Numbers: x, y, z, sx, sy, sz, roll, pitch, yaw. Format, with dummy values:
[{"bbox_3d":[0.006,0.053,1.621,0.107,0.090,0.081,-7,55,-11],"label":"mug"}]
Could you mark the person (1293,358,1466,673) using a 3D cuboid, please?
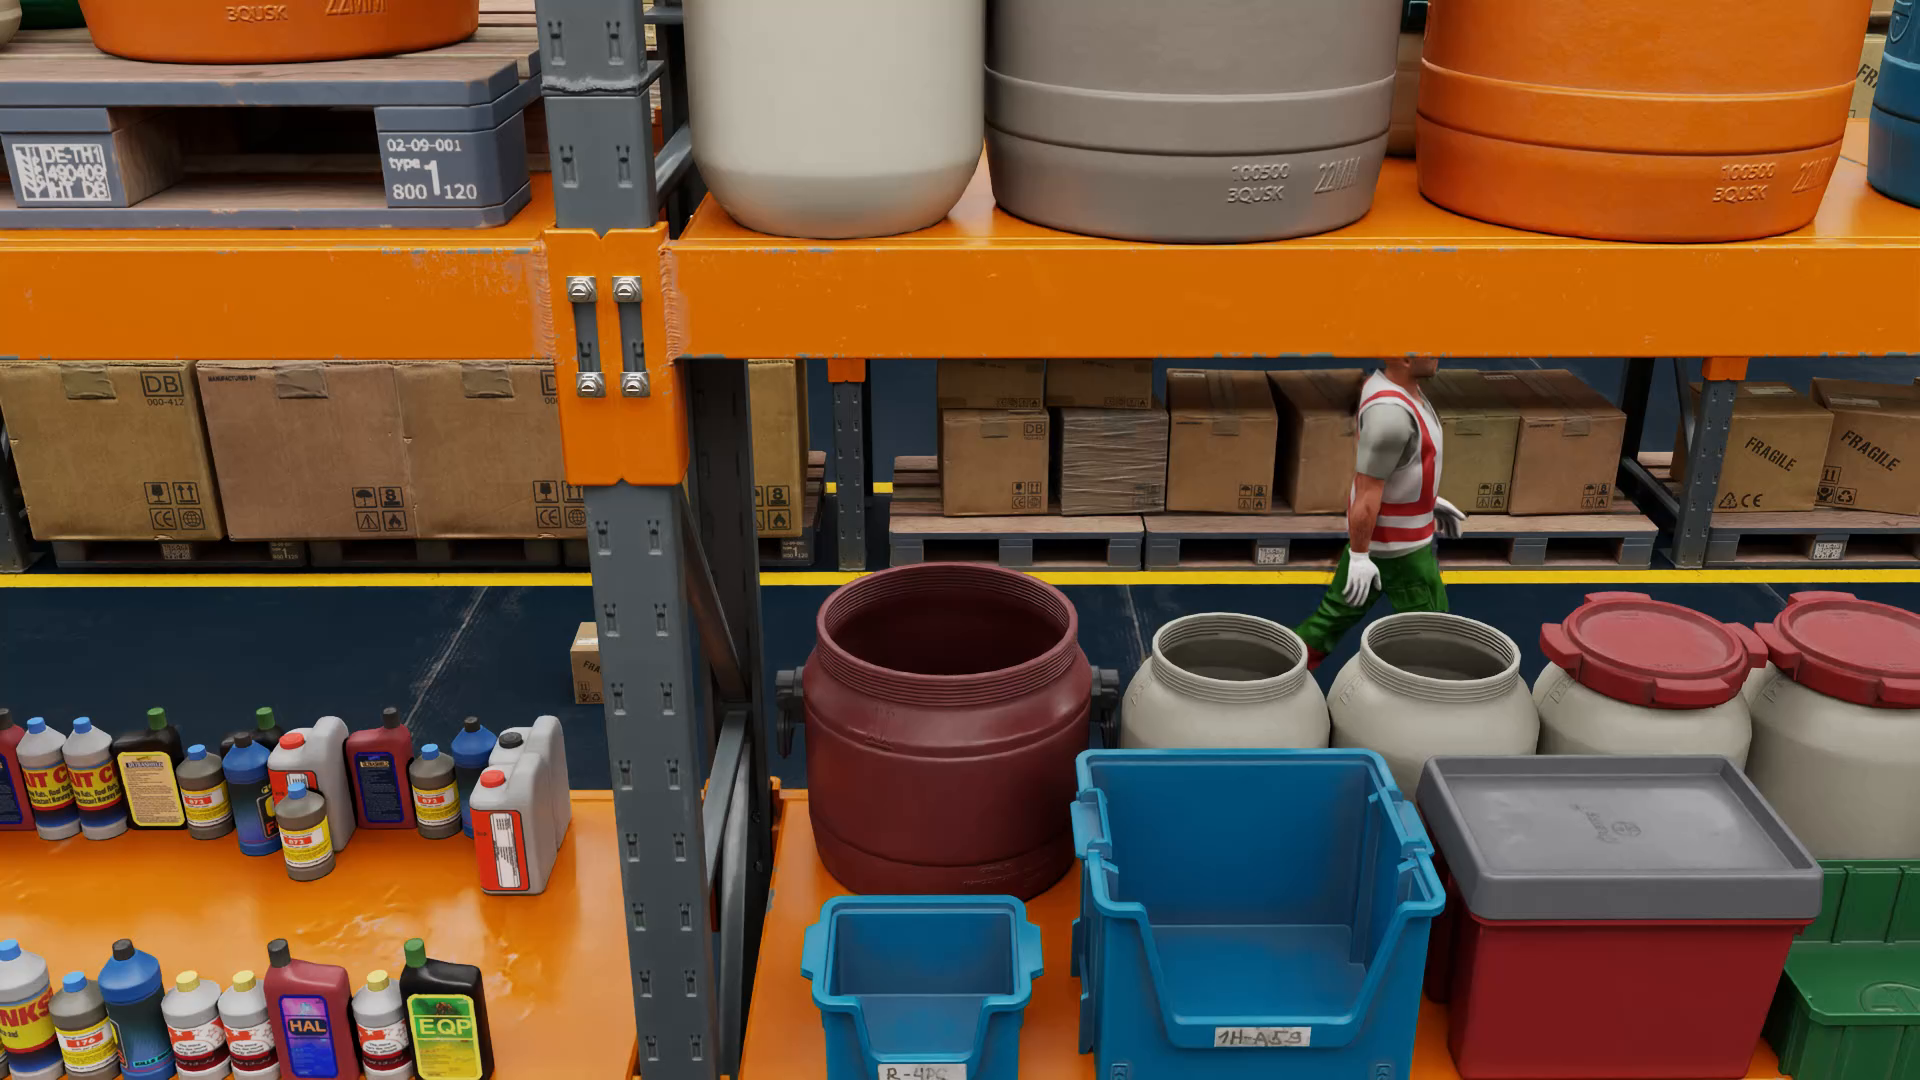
[{"bbox_3d":[1.675,-0.028,6.114,1.023,1.734,0.587,4,24,9],"label":"person"}]
